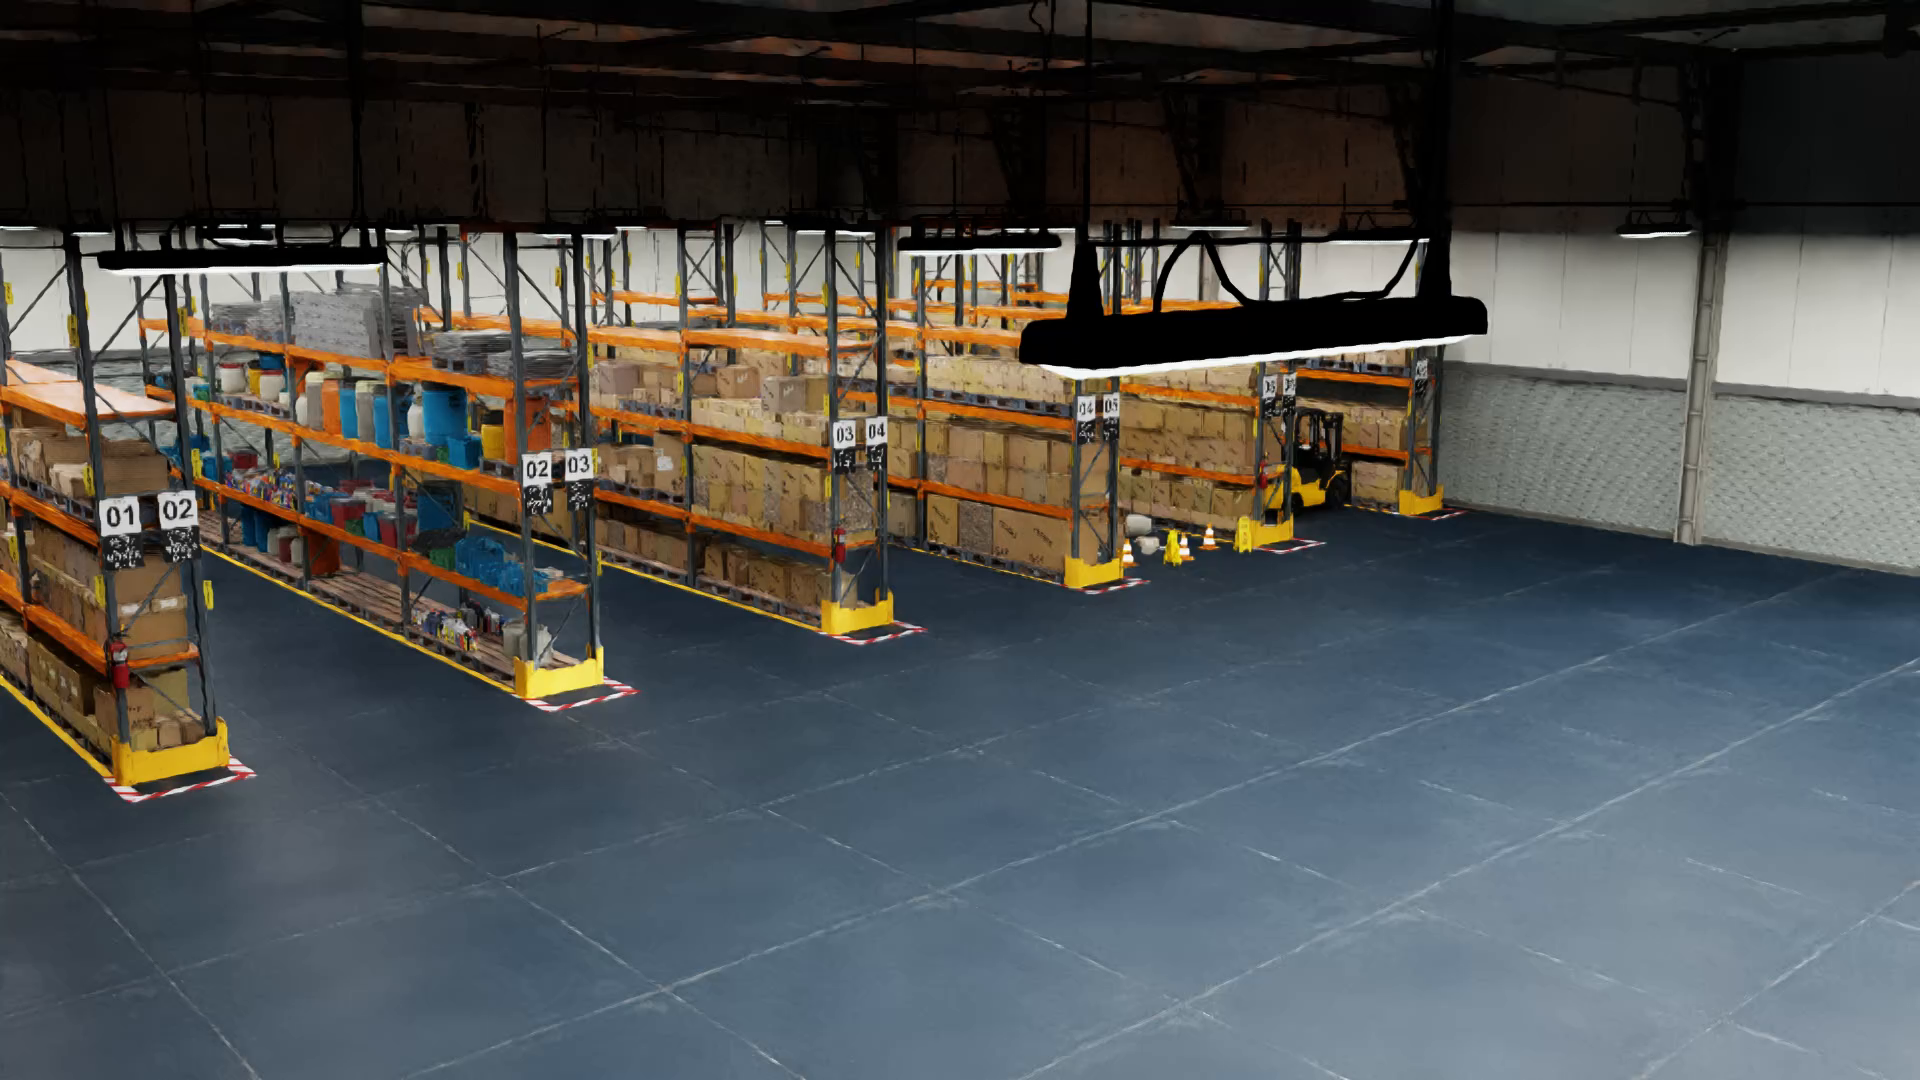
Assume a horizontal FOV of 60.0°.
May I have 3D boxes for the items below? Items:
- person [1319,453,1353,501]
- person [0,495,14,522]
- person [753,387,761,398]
[{"bbox_3d":[-0.519,-1.860,36.789,13.266,1.714,14.250,-10,15,-42],"label":"person"},{"bbox_3d":[-17.645,-0.598,30.613,0.543,1.648,1.115,-9,15,-38],"label":"person"},{"bbox_3d":[-5.565,-3.654,45.986,0.521,1.554,0.365,5,12,23],"label":"person"}]
